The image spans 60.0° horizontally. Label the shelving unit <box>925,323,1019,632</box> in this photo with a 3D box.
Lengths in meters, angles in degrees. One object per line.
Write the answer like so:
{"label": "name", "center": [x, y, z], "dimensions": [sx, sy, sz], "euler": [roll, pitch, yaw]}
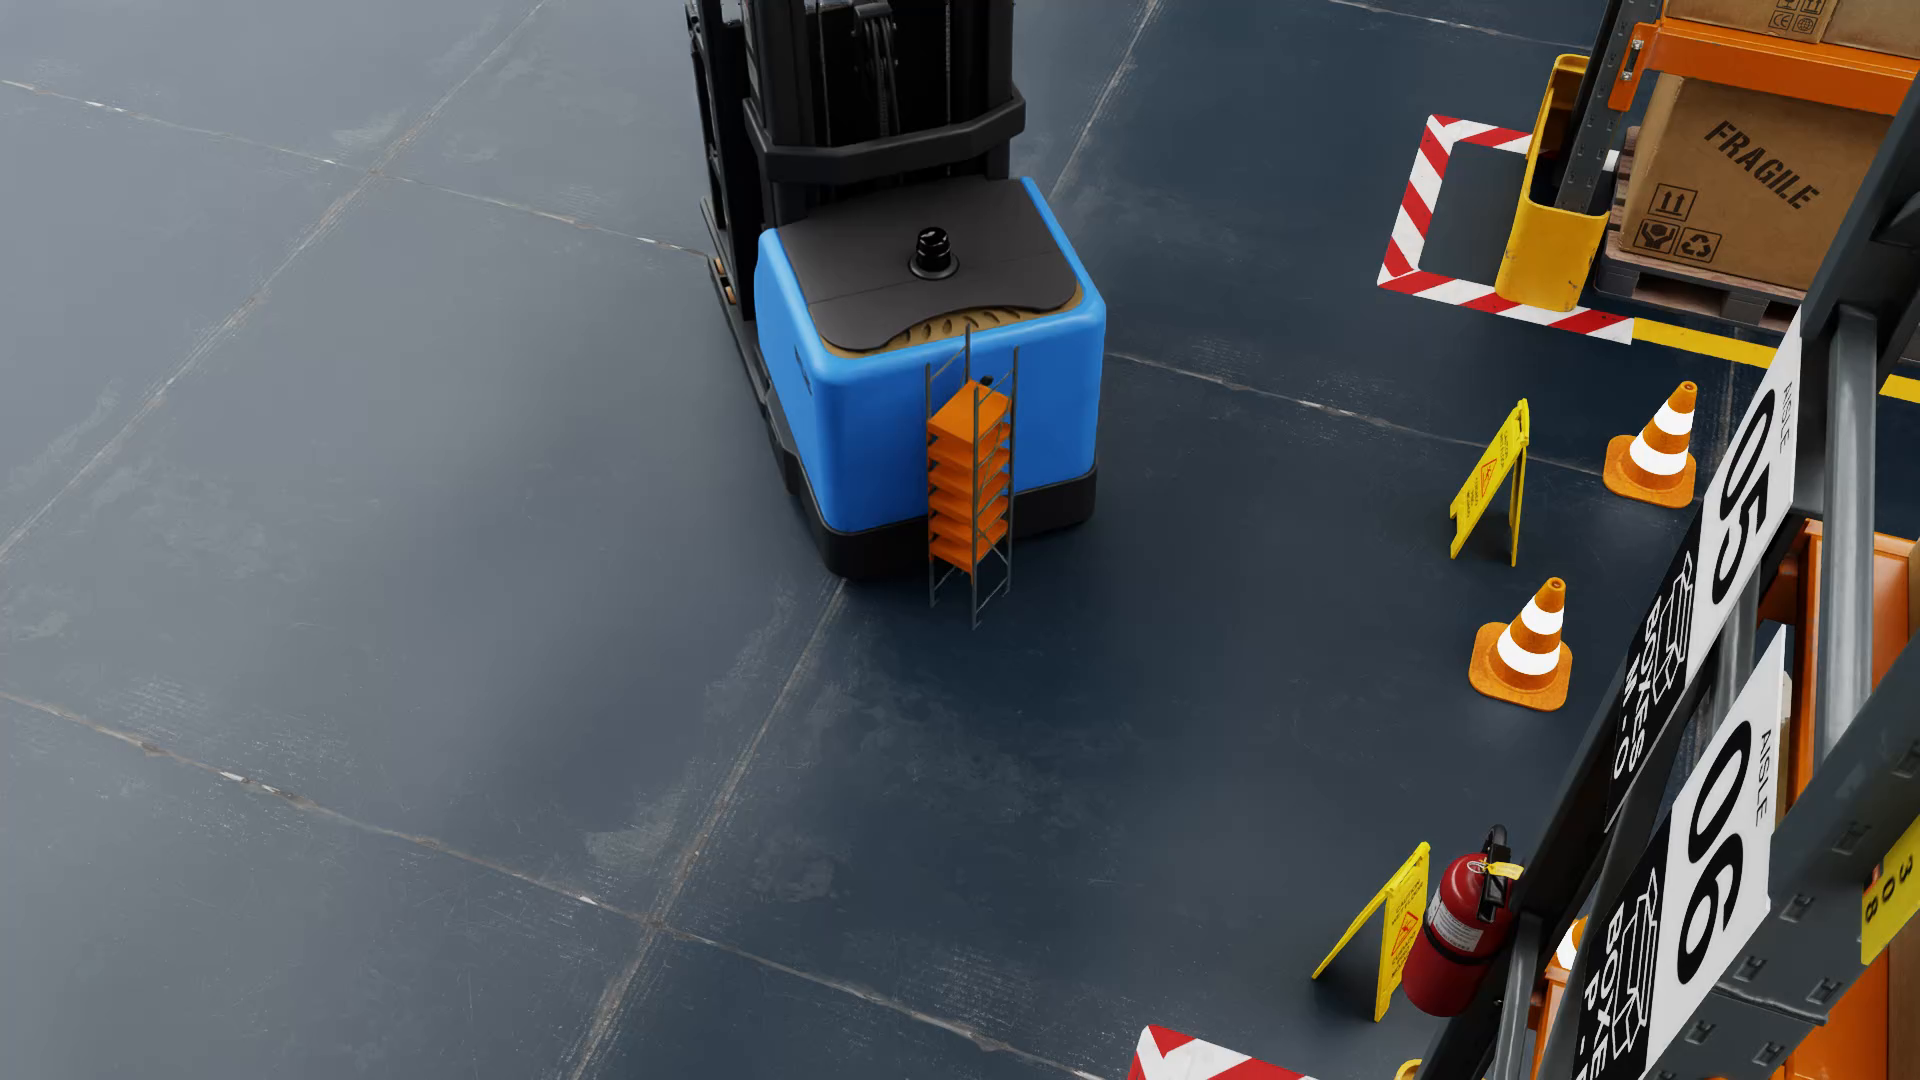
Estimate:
{"label": "shelving unit", "center": [0.038, -0.179, 5.611], "dimensions": [0.189, 1.200, 0.258], "euler": [28, 55, 22]}

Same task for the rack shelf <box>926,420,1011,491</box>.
{"label": "rack shelf", "center": [0.038, -0.307, 5.463], "dimensions": [0.180, 0.103, 0.258], "euler": [28, 55, 22]}

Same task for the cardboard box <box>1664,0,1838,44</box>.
{"label": "cardboard box", "center": [3.042, -2.375, 6.225], "dimensions": [0.550, 0.550, 0.875], "euler": [16, 51, 13]}

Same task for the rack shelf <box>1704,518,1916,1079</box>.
{"label": "rack shelf", "center": [2.934, 0.921, 1.958], "dimensions": [4.000, 0.370, 1.077], "euler": [16, 51, 13]}

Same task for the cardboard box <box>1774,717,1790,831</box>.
{"label": "cardboard box", "center": [1.613, 0.665, 2.764], "dimensions": [0.500, 0.500, 0.700], "euler": [14, 51, 12]}

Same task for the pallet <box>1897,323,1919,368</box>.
{"label": "pallet", "center": [4.596, -1.003, 6.980], "dimensions": [1.213, 0.211, 1.003], "euler": [16, 51, 13]}

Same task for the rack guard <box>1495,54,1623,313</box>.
{"label": "rack guard", "center": [2.656, -1.579, 7.288], "dimensions": [0.348, 0.500, 1.175], "euler": [16, 51, 13]}

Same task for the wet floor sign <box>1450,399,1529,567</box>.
{"label": "wet floor sign", "center": [1.965, -0.224, 6.017], "dimensions": [0.232, 0.644, 0.267], "euler": [8, 50, 7]}

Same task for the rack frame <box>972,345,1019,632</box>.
{"label": "rack frame", "center": [0.113, -0.139, 5.577], "dimensions": [0.006, 1.200, 0.240], "euler": [28, 55, 22]}

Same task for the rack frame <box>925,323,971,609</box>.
{"label": "rack frame", "center": [-0.037, -0.218, 5.645], "dimensions": [0.006, 1.200, 0.240], "euler": [28, 55, 22]}

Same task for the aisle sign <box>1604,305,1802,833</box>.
{"label": "aisle sign", "center": [1.100, 0.071, 2.483], "dimensions": [0.004, 0.787, 0.394], "euler": [16, 51, 13]}

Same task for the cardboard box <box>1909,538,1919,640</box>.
{"label": "cardboard box", "center": [1.489, 0.139, 2.326], "dimensions": [0.250, 0.149, 0.380], "euler": [16, 51, 13]}

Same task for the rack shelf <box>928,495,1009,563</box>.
{"label": "rack shelf", "center": [0.038, -0.071, 5.735], "dimensions": [0.180, 0.103, 0.258], "euler": [28, 55, 22]}

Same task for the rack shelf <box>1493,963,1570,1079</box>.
{"label": "rack shelf", "center": [2.934, 1.903, 3.091], "dimensions": [4.000, 0.370, 1.077], "euler": [16, 51, 13]}

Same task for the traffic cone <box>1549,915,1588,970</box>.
{"label": "traffic cone", "center": [1.908, 1.173, 4.927], "dimensions": [0.334, 0.463, 0.336], "euler": [16, 51, 13]}

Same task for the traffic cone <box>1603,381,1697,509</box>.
{"label": "traffic cone", "center": [2.684, -0.415, 6.303], "dimensions": [0.334, 0.463, 0.336], "euler": [16, 51, 13]}

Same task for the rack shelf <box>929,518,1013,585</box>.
{"label": "rack shelf", "center": [0.038, 0.007, 5.826], "dimensions": [0.180, 0.103, 0.258], "euler": [28, 55, 22]}

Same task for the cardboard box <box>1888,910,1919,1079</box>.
{"label": "cardboard box", "center": [1.256, 0.561, 1.960], "dimensions": [0.250, 0.149, 0.380], "euler": [16, 51, 13]}

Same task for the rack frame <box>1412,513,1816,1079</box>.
{"label": "rack frame", "center": [1.058, 1.144, 3.274], "dimensions": [0.127, 3.000, 1.000], "euler": [16, 51, 13]}

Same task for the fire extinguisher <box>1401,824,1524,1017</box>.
{"label": "fire extinguisher", "center": [1.110, 0.813, 3.612], "dimensions": [0.183, 0.674, 0.296], "euler": [16, 51, 13]}

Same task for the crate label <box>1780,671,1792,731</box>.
{"label": "crate label", "center": [2.733, 0.566, 5.669], "dimensions": [0.298, 0.136, 0.250], "euler": [-7, 49, -6]}

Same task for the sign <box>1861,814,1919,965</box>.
{"label": "sign", "center": [0.870, 0.260, 1.476], "dimensions": [0.005, 0.325, 0.100], "euler": [16, 51, 13]}

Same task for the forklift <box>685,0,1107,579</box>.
{"label": "forklift", "center": [-0.441, -1.962, 6.011], "dimensions": [1.130, 2.935, 3.031], "euler": [-14, 51, -12]}

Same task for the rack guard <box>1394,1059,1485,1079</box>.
{"label": "rack guard", "center": [1.129, 1.983, 4.201], "dimensions": [0.348, 0.500, 1.175], "euler": [16, 51, 13]}

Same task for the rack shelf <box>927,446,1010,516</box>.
{"label": "rack shelf", "center": [0.038, -0.228, 5.554], "dimensions": [0.180, 0.103, 0.258], "euler": [28, 55, 22]}

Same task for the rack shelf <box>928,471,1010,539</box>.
{"label": "rack shelf", "center": [0.038, -0.150, 5.645], "dimensions": [0.180, 0.103, 0.258], "euler": [28, 55, 22]}

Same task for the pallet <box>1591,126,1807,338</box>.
{"label": "pallet", "center": [3.456, -1.324, 7.258], "dimensions": [1.213, 0.211, 1.003], "euler": [16, 51, 13]}

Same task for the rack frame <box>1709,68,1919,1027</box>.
{"label": "rack frame", "center": [1.058, -0.821, 1.006], "dimensions": [0.127, 3.000, 1.000], "euler": [16, 51, 13]}

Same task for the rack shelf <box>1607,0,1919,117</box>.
{"label": "rack shelf", "center": [4.555, -1.632, 6.155], "dimensions": [4.000, 0.370, 1.077], "euler": [16, 51, 13]}

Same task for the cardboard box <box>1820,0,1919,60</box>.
{"label": "cardboard box", "center": [3.566, -2.247, 6.113], "dimensions": [0.550, 0.550, 0.875], "euler": [16, 51, 13]}

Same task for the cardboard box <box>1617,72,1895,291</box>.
{"label": "cardboard box", "center": [3.337, -1.702, 6.868], "dimensions": [0.875, 0.875, 0.875], "euler": [16, 51, 13]}

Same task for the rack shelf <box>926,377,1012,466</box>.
{"label": "rack shelf", "center": [0.038, -0.386, 5.373], "dimensions": [0.180, 0.103, 0.258], "euler": [28, 55, 22]}

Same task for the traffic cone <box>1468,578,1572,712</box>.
{"label": "traffic cone", "center": [1.974, 0.297, 5.686], "dimensions": [0.334, 0.463, 0.336], "euler": [16, 51, 13]}

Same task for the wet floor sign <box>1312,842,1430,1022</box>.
{"label": "wet floor sign", "center": [1.250, 1.107, 4.864], "dimensions": [0.232, 0.644, 0.267], "euler": [33, 57, 25]}

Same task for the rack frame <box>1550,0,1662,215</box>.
{"label": "rack frame", "center": [2.678, -2.391, 6.338], "dimensions": [0.127, 3.000, 1.000], "euler": [16, 51, 13]}

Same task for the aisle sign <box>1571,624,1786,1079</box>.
{"label": "aisle sign", "center": [0.892, 0.496, 2.115], "dimensions": [0.004, 0.787, 0.394], "euler": [16, 51, 13]}
